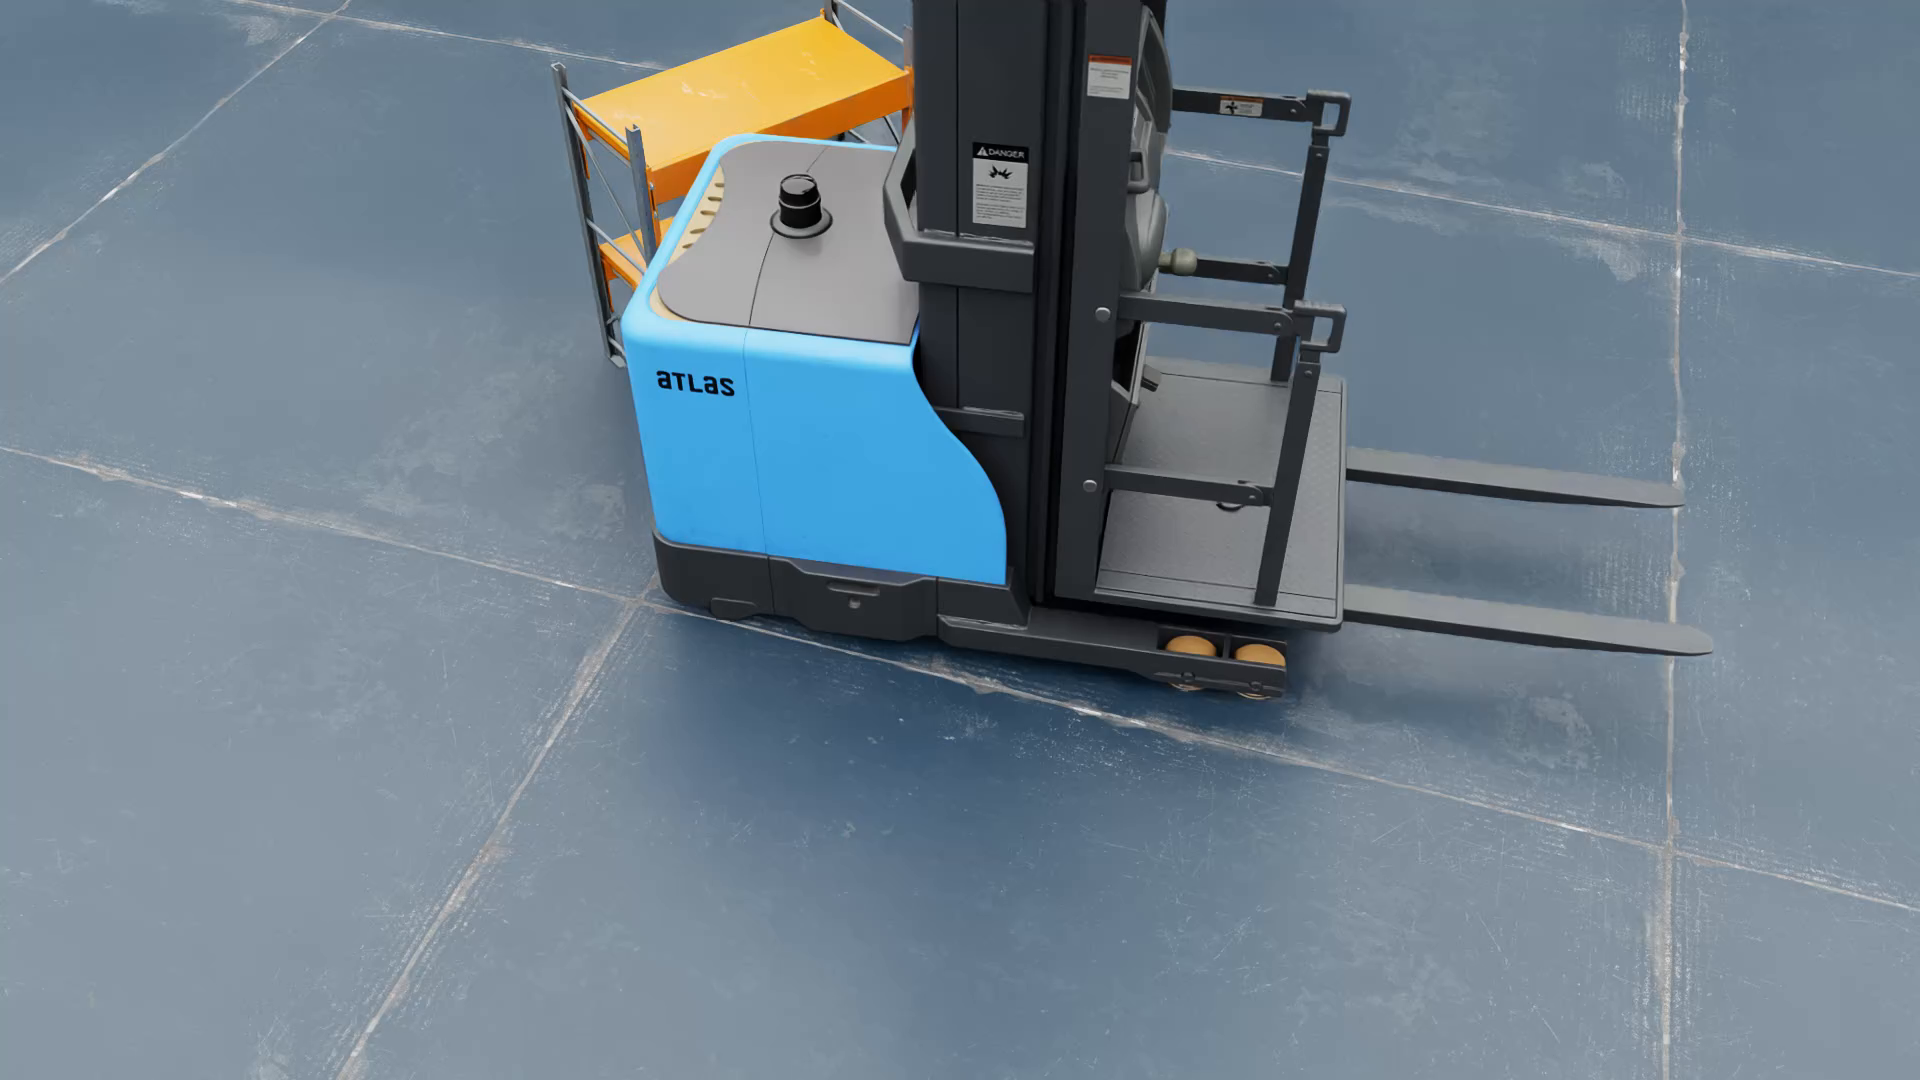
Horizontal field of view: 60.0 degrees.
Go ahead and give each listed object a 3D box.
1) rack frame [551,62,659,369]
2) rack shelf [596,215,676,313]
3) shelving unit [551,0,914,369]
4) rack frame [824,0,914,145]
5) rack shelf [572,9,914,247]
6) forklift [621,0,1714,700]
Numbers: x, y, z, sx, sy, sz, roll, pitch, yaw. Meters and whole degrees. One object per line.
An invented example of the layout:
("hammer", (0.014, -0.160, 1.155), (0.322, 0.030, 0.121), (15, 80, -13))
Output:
("rack frame", (-1.101, -0.935, 5.401), (0.032, 1.125, 0.500), (-29, 51, -26))
("rack shelf", (-0.700, -0.979, 5.796), (1.000, 0.278, 0.538), (-29, 51, -26))
("shelving unit", (-0.700, -1.154, 5.625), (1.048, 1.125, 0.538), (-29, 51, -26))
("rack frame", (-0.299, -1.372, 5.848), (0.032, 1.125, 0.500), (-29, 51, -26))
("rack shelf", (-0.700, -1.363, 5.420), (1.000, 0.278, 0.538), (-29, 51, -26))
("forklift", (0.663, -0.994, 4.170), (3.031, 2.935, 1.130), (7, 45, 7))
